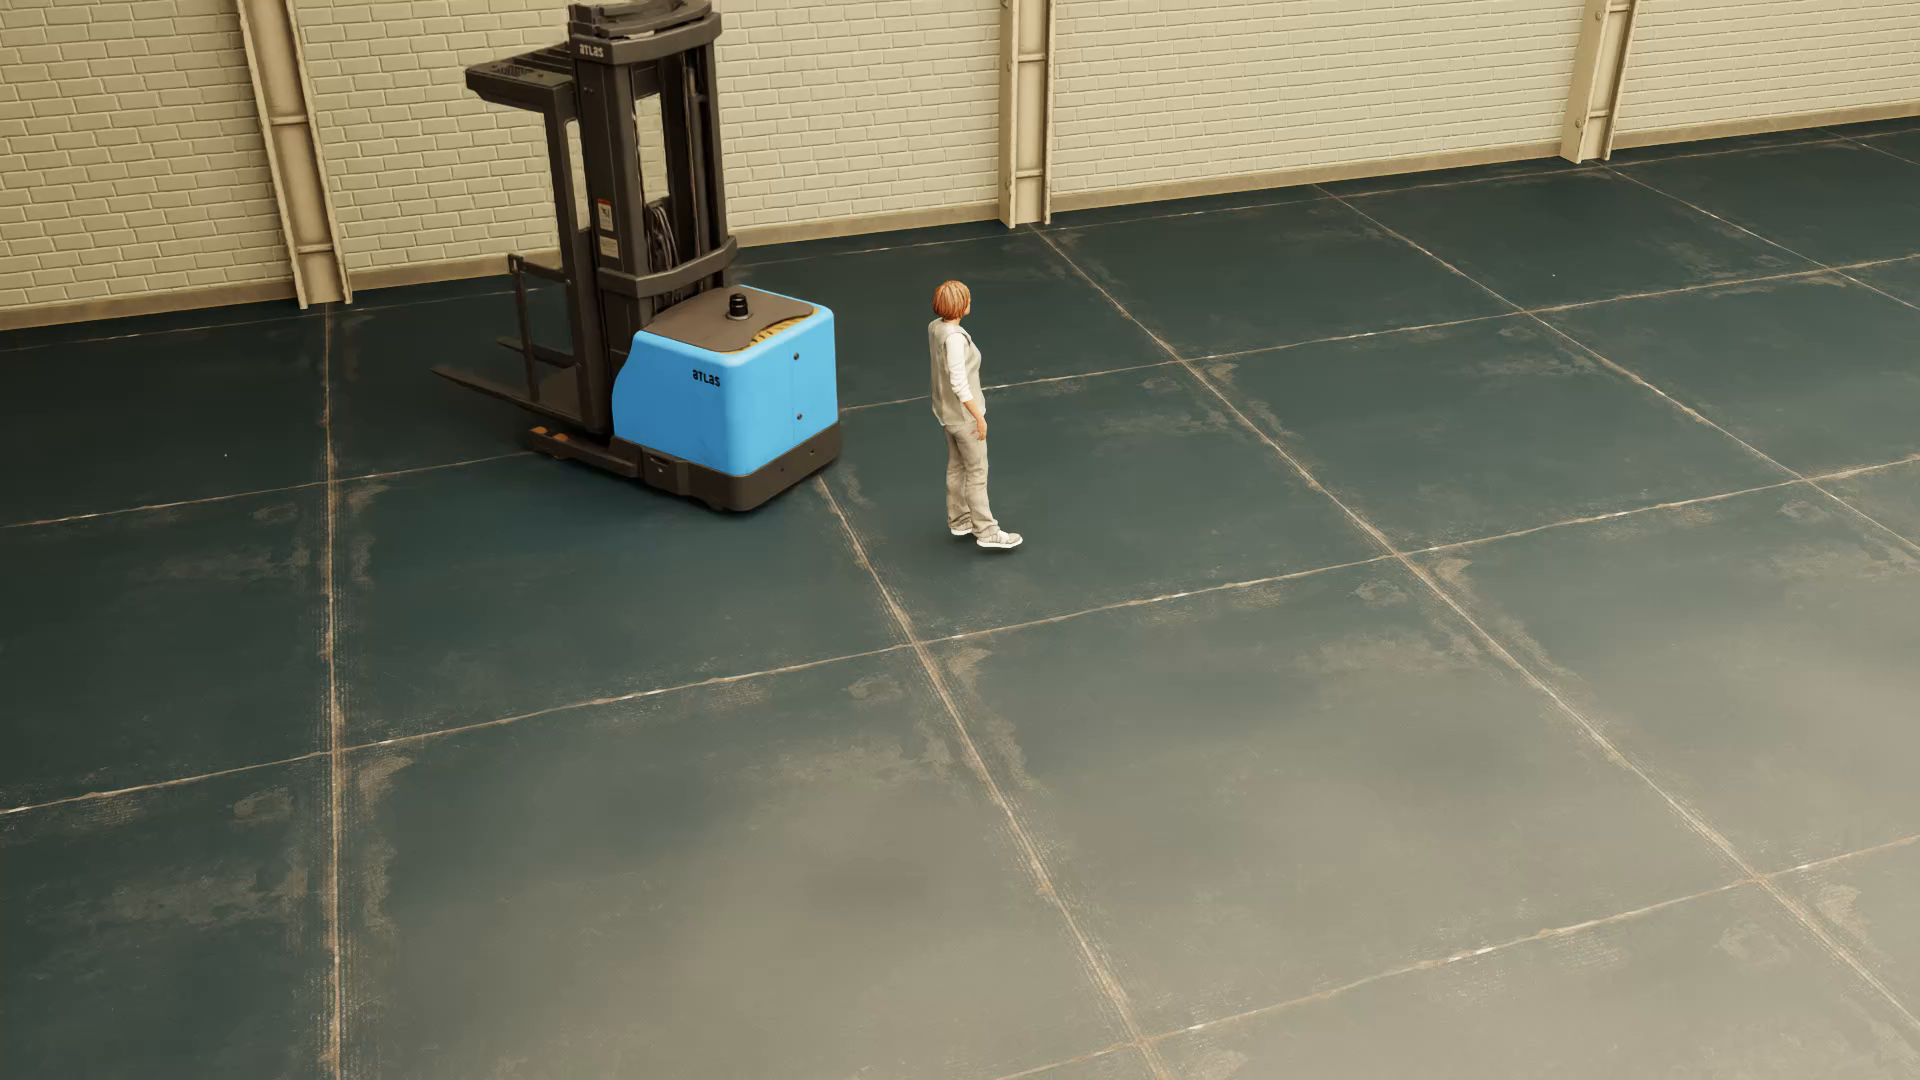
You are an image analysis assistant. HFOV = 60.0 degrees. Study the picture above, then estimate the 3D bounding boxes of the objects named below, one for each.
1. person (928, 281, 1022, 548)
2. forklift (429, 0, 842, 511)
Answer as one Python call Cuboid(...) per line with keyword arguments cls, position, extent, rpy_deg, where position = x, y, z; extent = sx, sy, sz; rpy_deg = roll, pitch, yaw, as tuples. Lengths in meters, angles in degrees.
Cuboid(cls="person", position=(0.074, -0.739, 9.612), extent=(0.474, 1.598, 0.519), rpy_deg=(-10, 31, -16))
Cuboid(cls="forklift", position=(-2.284, -2.001, 10.565), extent=(3.031, 2.935, 1.130), rpy_deg=(18, 35, 29))
